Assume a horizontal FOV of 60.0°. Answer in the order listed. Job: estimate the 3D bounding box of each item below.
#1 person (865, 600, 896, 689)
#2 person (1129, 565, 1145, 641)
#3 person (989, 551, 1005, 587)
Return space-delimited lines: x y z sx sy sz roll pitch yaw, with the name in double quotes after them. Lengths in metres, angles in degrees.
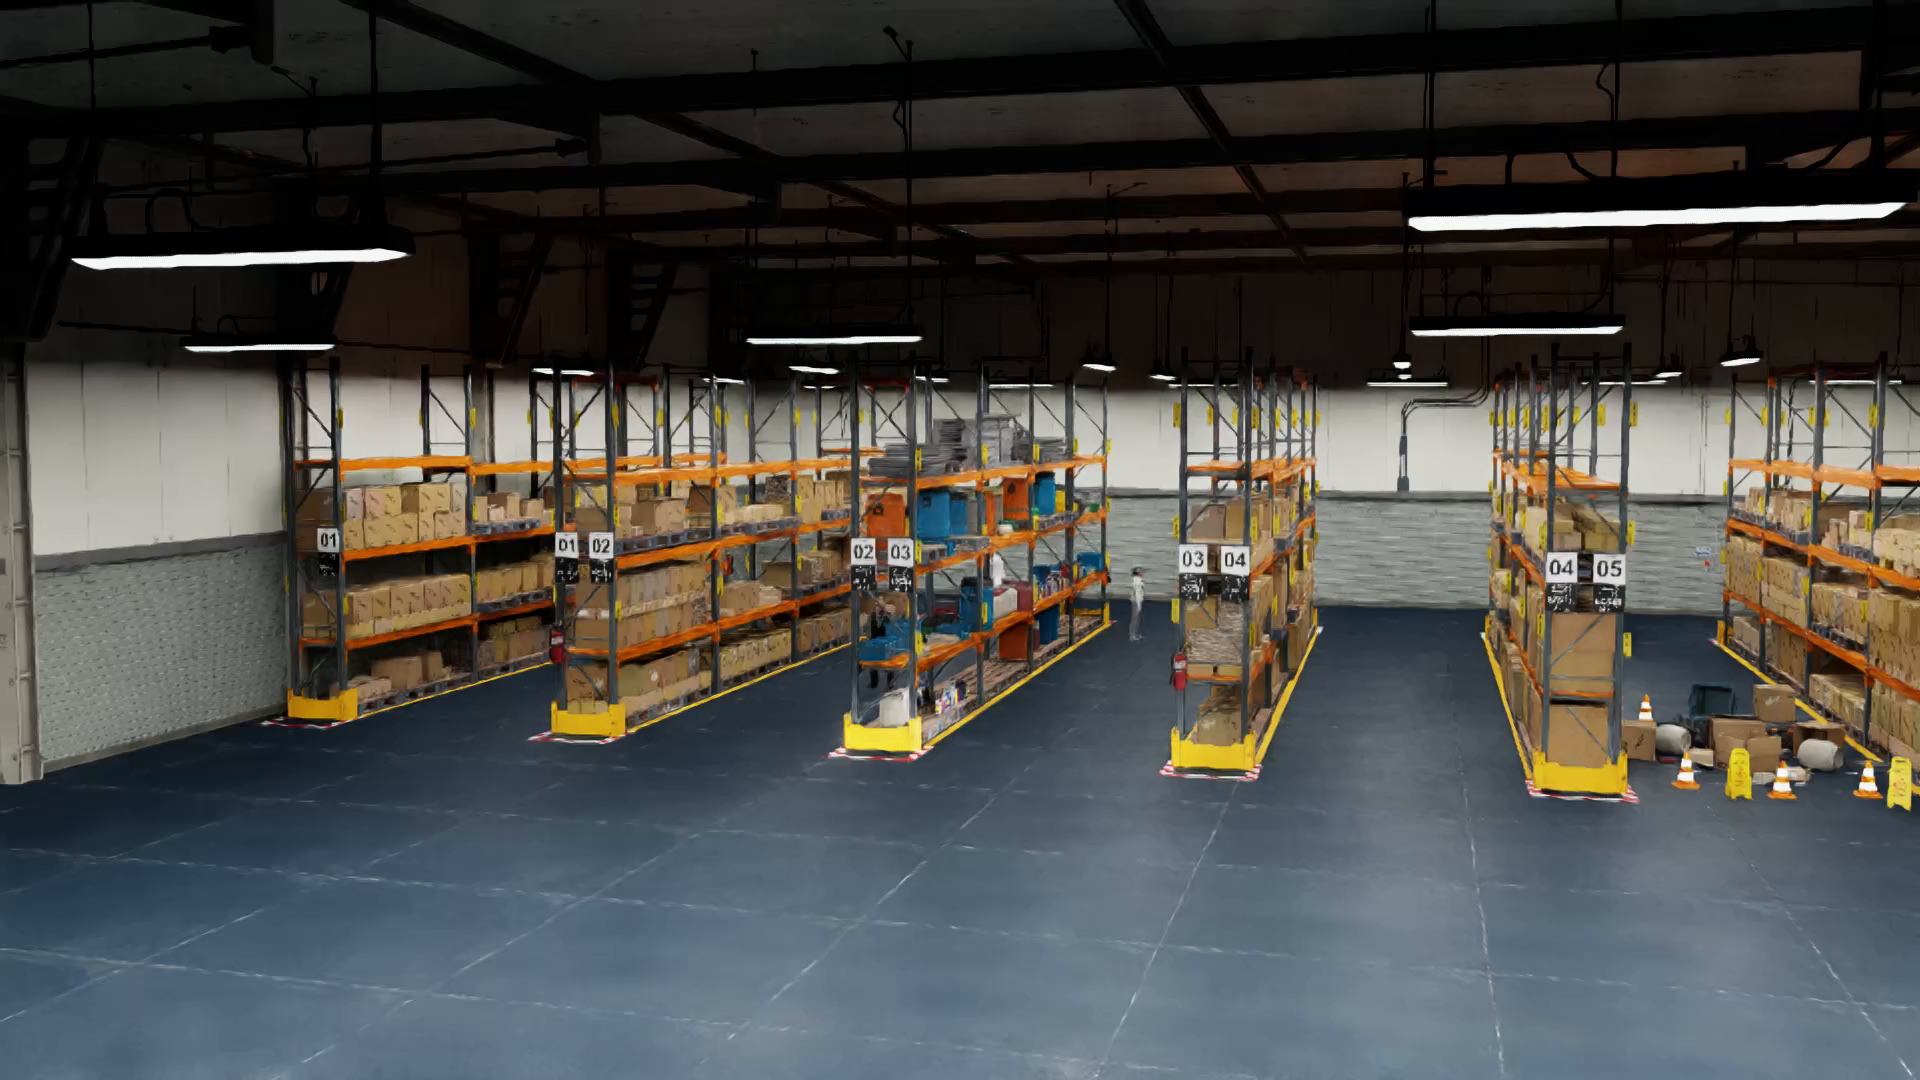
-1.436 1.922 30.681 0.677 1.674 0.534 1 4 13 "person"
3.987 1.406 37.376 0.367 1.679 0.583 0 4 5 "person"
0.833 0.972 43.105 0.598 1.698 1.193 1 4 17 "person"
